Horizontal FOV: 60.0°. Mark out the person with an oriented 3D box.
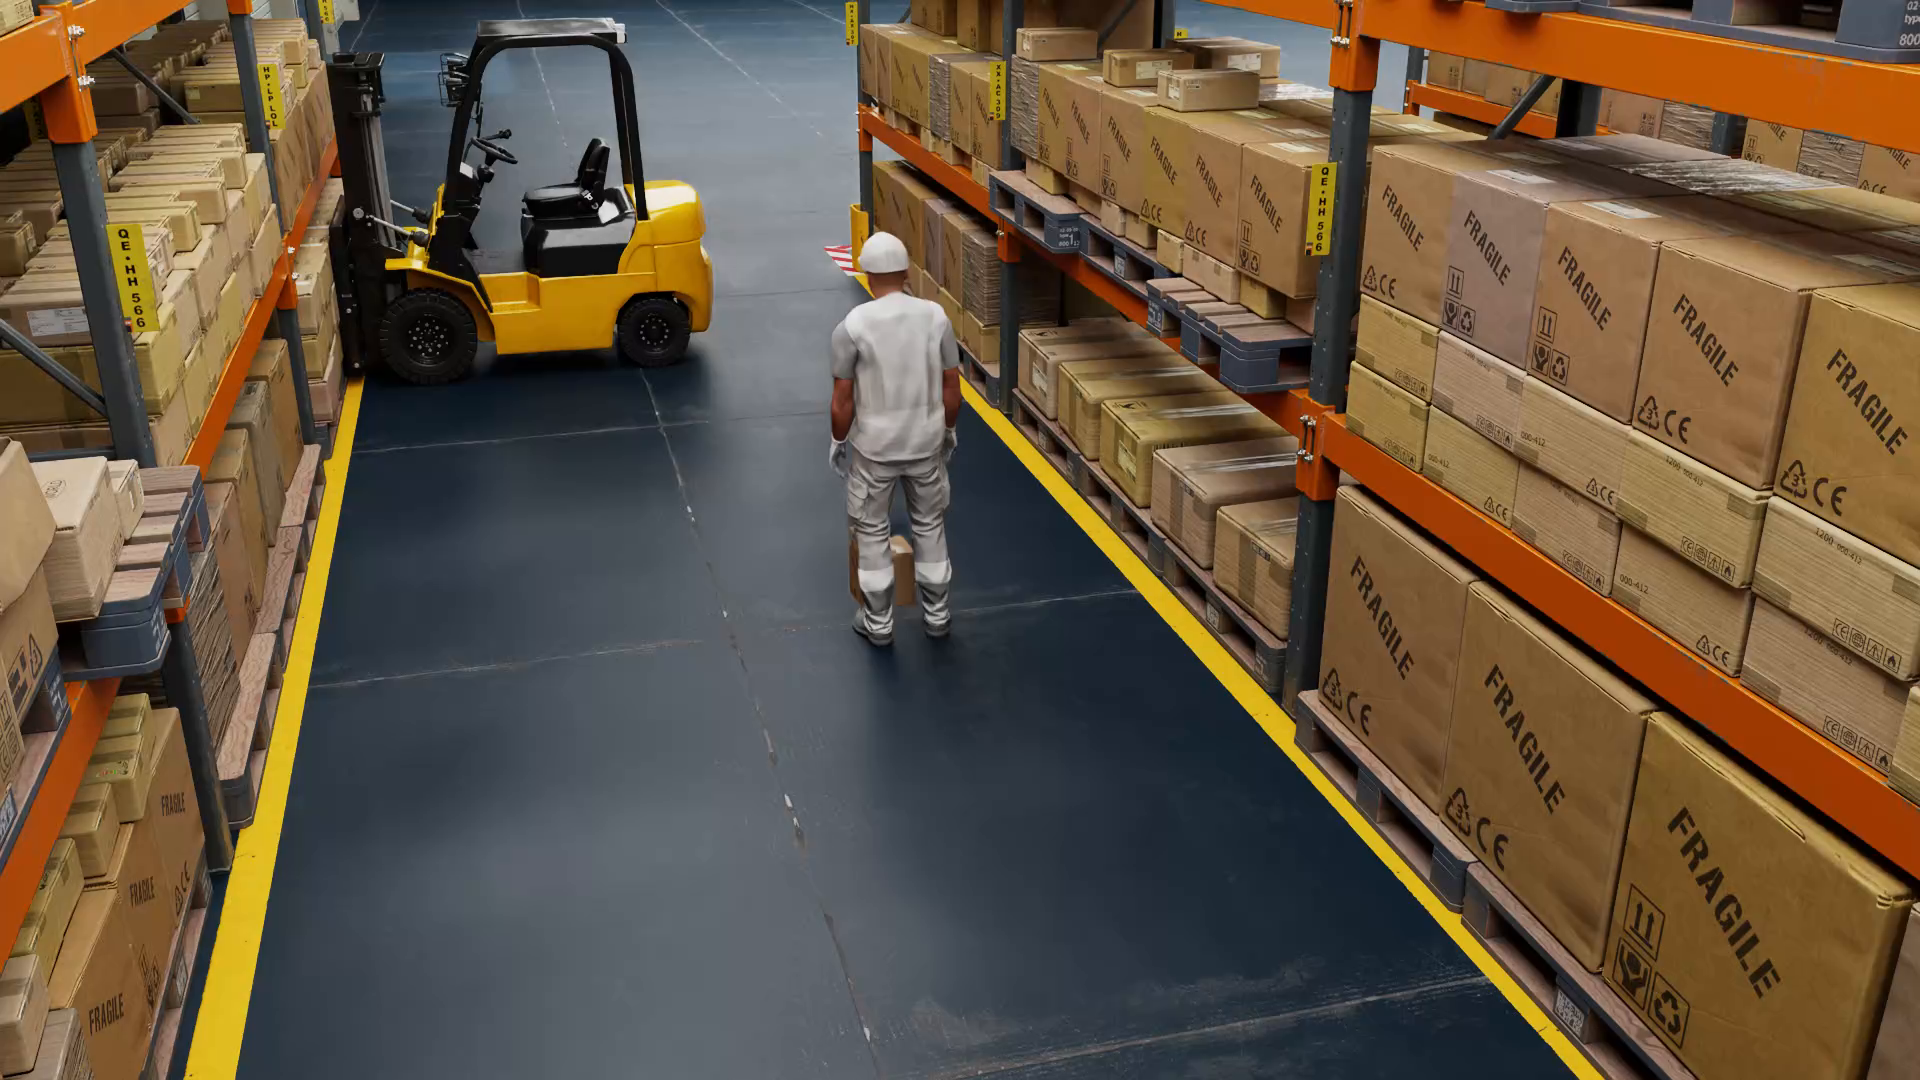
[{"bbox_3d":[-0.272,-0.408,7.047,0.574,1.781,0.438,-7,24,-16],"label":"person"}]
